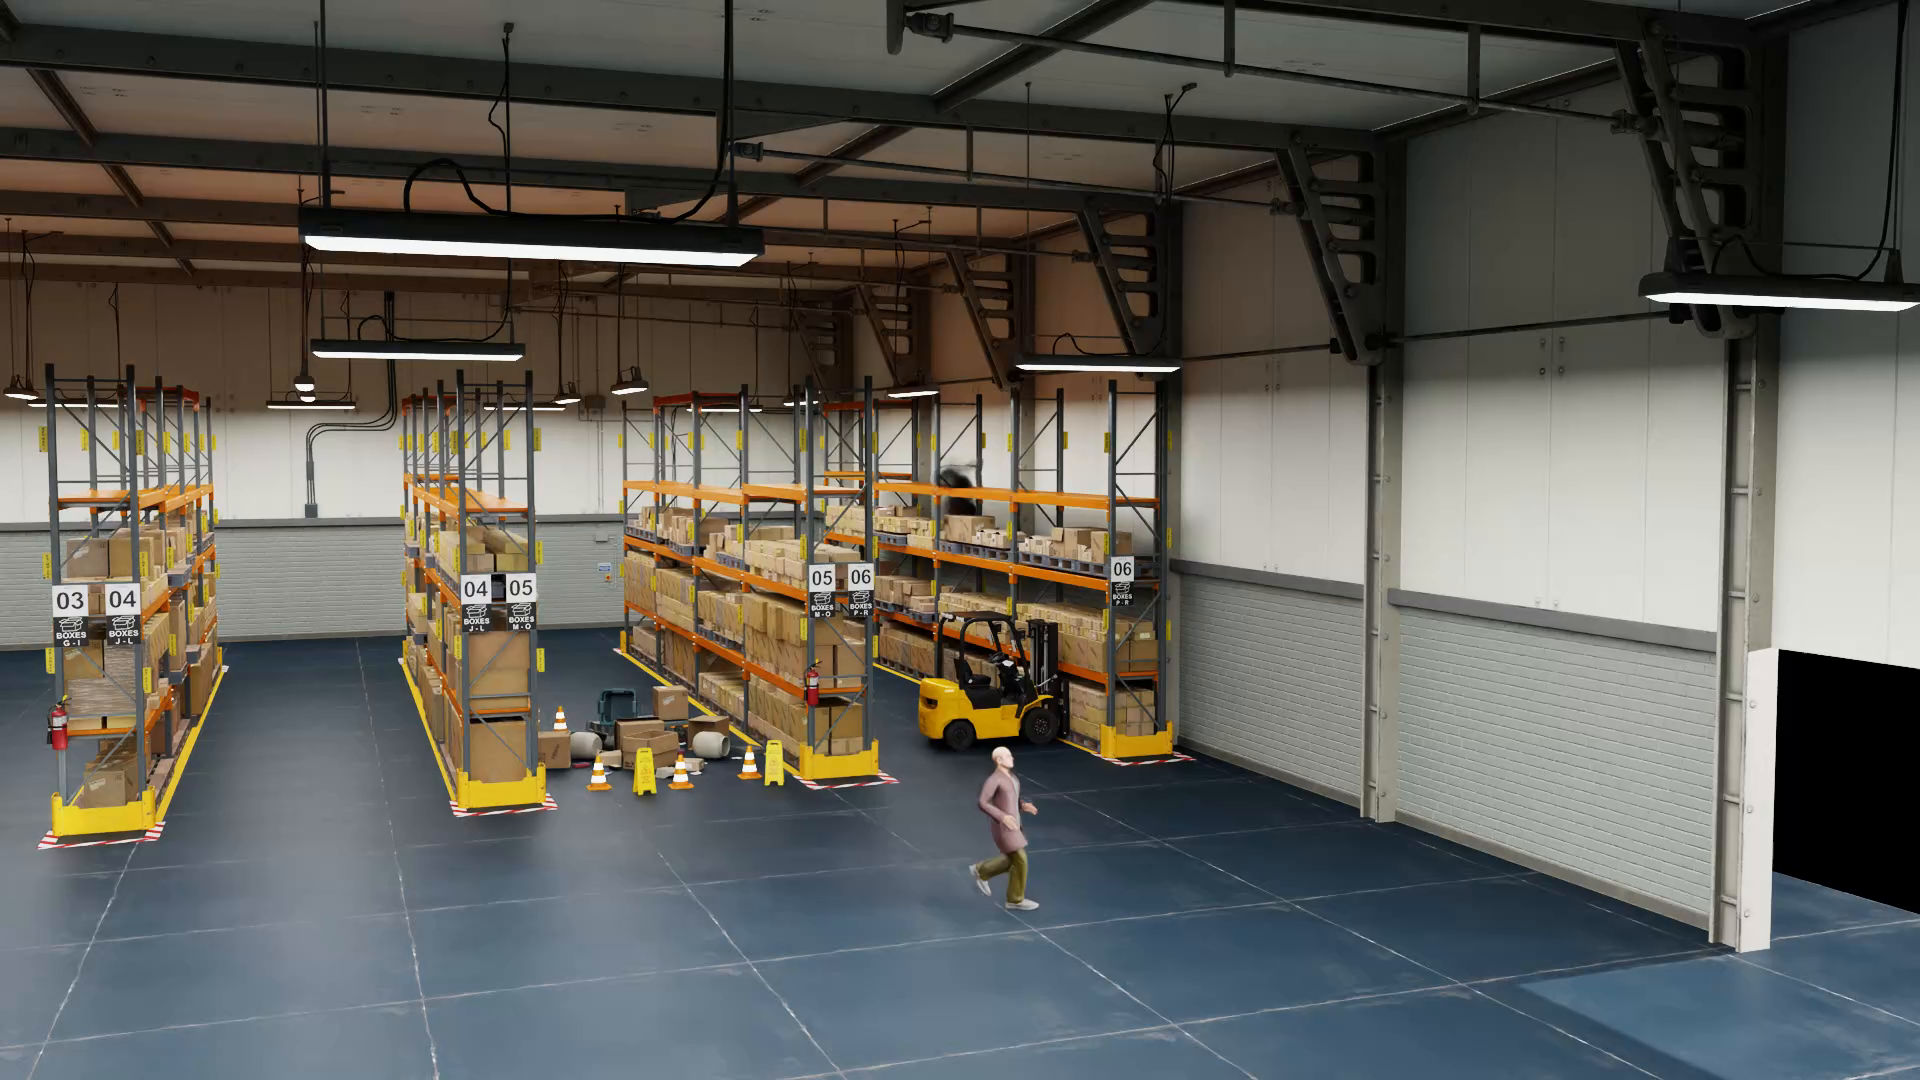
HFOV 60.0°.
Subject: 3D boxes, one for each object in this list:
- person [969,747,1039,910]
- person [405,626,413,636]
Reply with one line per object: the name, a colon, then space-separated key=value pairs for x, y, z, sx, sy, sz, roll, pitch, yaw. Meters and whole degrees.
person: x=0.456 y=3.087 z=17.873 sx=0.826 sy=1.735 sz=0.715 roll=1 pitch=4 yaw=21
person: x=-12.586 y=1.878 z=38.841 sx=0.678 sy=1.808 sz=0.677 roll=-3 pitch=4 yaw=-41
